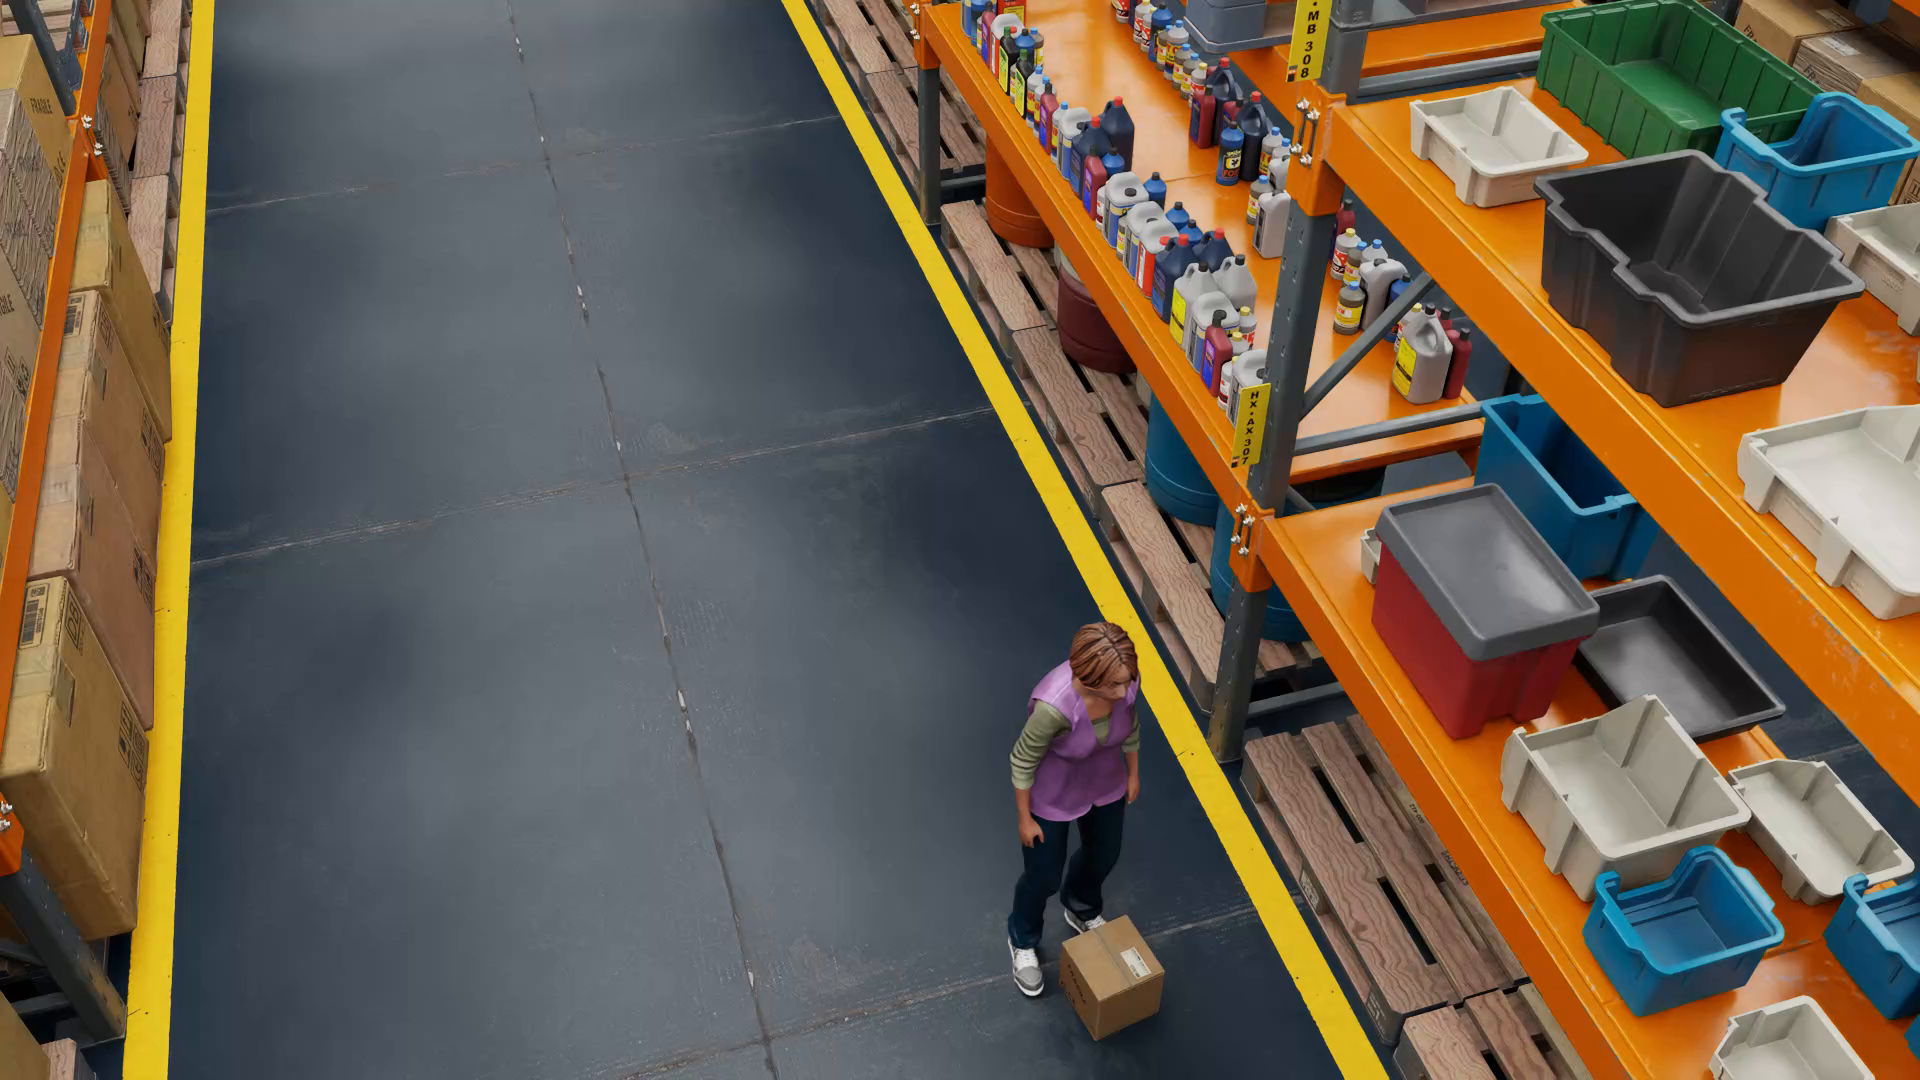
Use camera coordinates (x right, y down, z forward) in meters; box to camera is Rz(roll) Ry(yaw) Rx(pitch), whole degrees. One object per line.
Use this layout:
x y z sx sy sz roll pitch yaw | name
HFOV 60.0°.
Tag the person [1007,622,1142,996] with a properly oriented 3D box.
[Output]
0.365 0.816 5.291 0.481 1.591 0.346 -20 47 -21 | person
